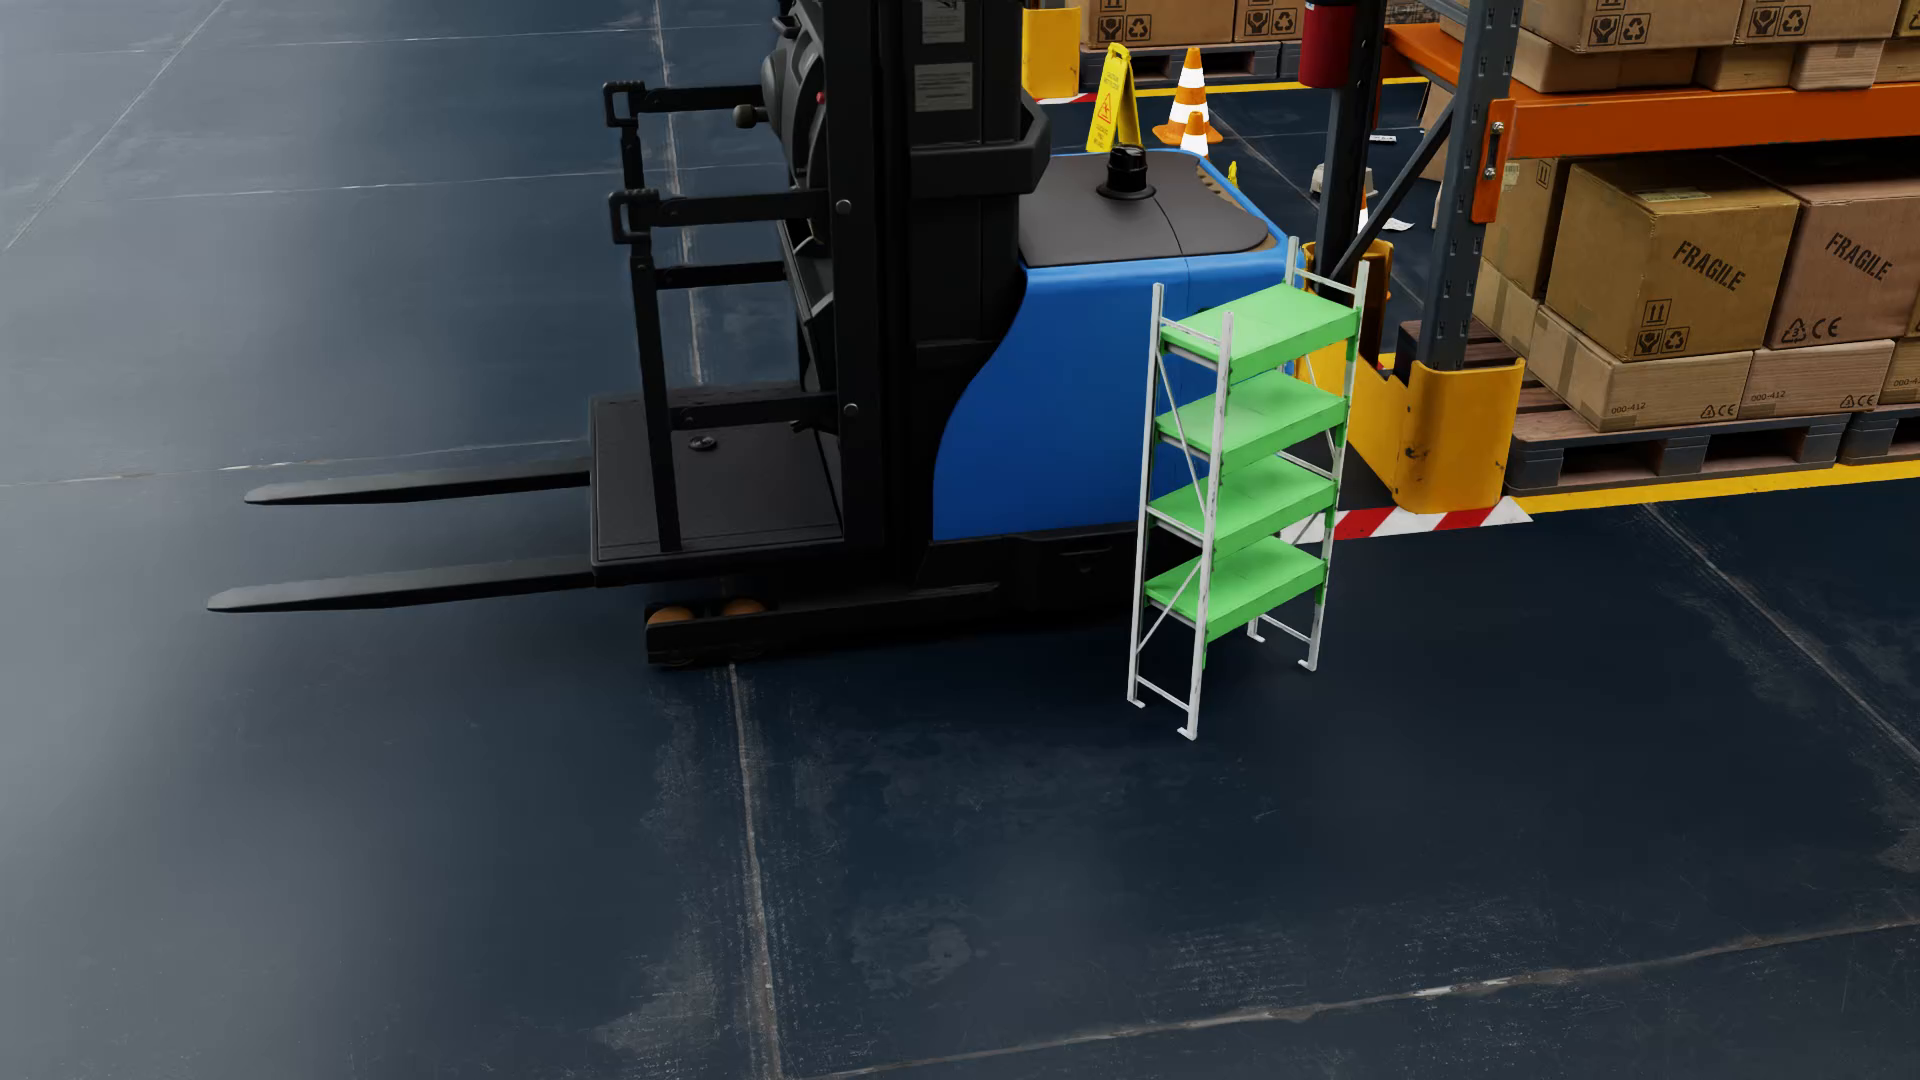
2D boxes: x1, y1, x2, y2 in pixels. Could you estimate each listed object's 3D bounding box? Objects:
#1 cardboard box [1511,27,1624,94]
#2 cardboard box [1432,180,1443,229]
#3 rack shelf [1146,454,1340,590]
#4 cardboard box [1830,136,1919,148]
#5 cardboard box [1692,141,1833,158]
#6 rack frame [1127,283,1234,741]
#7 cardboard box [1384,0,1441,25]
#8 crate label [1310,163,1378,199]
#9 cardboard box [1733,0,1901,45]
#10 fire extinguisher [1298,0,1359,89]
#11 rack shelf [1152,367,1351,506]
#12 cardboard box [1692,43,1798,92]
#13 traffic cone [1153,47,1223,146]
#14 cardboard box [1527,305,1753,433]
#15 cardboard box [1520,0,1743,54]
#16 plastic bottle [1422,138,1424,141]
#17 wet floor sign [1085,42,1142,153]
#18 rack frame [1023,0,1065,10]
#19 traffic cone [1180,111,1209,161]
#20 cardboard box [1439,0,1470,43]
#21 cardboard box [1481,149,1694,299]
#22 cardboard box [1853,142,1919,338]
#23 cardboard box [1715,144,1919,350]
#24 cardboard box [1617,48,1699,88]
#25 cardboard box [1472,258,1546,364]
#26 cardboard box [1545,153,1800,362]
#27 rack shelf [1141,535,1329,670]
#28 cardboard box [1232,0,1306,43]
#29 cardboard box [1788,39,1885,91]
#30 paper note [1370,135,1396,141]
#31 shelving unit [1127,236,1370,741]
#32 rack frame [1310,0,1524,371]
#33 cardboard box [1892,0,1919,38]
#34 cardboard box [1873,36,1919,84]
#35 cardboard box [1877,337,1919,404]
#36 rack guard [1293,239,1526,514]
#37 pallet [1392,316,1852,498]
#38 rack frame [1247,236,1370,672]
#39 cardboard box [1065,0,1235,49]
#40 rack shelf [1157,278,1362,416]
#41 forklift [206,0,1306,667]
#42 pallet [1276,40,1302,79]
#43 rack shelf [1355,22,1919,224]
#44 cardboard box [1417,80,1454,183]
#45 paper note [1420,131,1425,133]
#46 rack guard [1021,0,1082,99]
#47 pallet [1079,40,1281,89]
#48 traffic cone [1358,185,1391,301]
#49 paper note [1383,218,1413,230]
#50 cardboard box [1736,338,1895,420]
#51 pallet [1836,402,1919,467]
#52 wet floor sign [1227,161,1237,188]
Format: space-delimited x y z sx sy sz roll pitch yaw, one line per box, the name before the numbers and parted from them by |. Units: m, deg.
cardboard box | 1.809 -1.491 5.074 0.250 0.149 0.380 -5 31 -9
cardboard box | 2.362 -1.569 7.772 0.250 0.149 0.380 10 32 17
rack shelf | 0.723 -0.065 4.302 0.480 0.148 0.258 -23 38 -34
cardboard box | 3.189 -1.285 6.035 0.500 0.500 0.500 -6 31 -10
cardboard box | 2.691 -1.243 5.963 0.500 0.500 0.500 -4 31 -7
rack frame | 0.537 -0.040 4.134 0.015 1.200 0.240 -23 38 -34
cardboard box | 2.864 -3.654 10.186 0.875 0.875 0.875 -5 31 -9
crate label | 1.856 -1.745 8.082 0.298 0.136 0.250 -23 38 -34
cardboard box | 2.462 -1.796 4.954 0.500 0.500 0.500 -4 31 -7
fire extinguisher | 1.242 -1.857 5.526 0.183 0.674 0.296 -5 31 -9
rack shelf | 0.723 -0.272 4.181 0.480 0.148 0.258 -23 38 -34
cardboard box | 2.330 -1.505 5.098 0.250 0.149 0.380 -6 31 -11
traffic cone | 1.225 -2.377 8.836 0.334 0.463 0.336 -5 31 -9
cardboard box | 2.281 -0.603 5.614 0.500 0.250 0.500 -6 31 -9
cardboard box | 1.953 -1.748 4.871 0.500 0.500 0.500 -6 31 -10
plastic bottle | 2.586 -2.103 8.766 0.283 0.061 0.133 -17 34 -26
wet floor sign | 0.775 -2.125 8.228 0.232 0.644 0.267 -11 32 -17
rack frame | 0.446 -4.130 9.315 0.127 3.000 1.000 -5 31 -9
traffic cone | 1.094 -1.783 7.825 0.334 0.463 0.336 -5 31 -9
cardboard box | 1.767 -1.704 5.436 0.250 0.149 0.380 -4 31 -7
cardboard box | 2.178 -1.193 5.879 0.500 0.500 0.500 -5 31 -9
cardboard box | 3.312 -1.020 5.584 0.500 0.500 0.500 -5 31 -8
cardboard box | 2.817 -0.978 5.513 0.500 0.500 0.500 -6 31 -11
cardboard box | 2.055 -1.521 5.125 0.250 0.149 0.380 -5 31 -8
cardboard box | 2.208 -0.877 6.081 0.500 0.250 0.500 -5 31 -9
cardboard box | 2.304 -0.929 5.428 0.500 0.500 0.500 -6 31 -11
rack shelf | 0.723 0.142 4.424 0.480 0.148 0.258 -23 38 -34
cardboard box | 1.967 -3.571 10.046 0.875 0.875 0.875 -6 31 -10
cardboard box | 2.588 -1.505 5.098 0.250 0.149 0.380 -5 31 -8
paper note | 2.254 -2.142 8.865 0.142 0.017 0.144 5 31 8
shelving unit | 0.723 -0.120 4.270 0.503 1.200 0.258 -23 38 -34
rack frame | 1.437 -1.671 5.133 0.127 3.000 1.000 -5 31 -9
cardboard box | 2.963 -1.844 5.034 0.500 0.500 0.500 -6 31 -10
cardboard box | 2.836 -1.545 5.167 0.250 0.149 0.380 -5 31 -8
cardboard box | 3.319 -0.702 5.783 0.500 0.250 0.500 -3 31 -6
rack guard | 1.512 -0.601 5.778 0.348 0.500 1.175 -5 31 -9
pallet | 2.318 -0.533 5.948 1.213 0.211 1.003 -5 31 -9
rack frame | 0.910 -0.200 4.406 0.015 1.200 0.240 -23 38 -34
cardboard box | 1.102 -3.490 9.908 0.875 0.875 0.875 -5 31 -9
rack shelf | 0.723 -0.478 4.059 0.480 0.148 0.258 -23 38 -34
forklift | -0.619 -1.201 4.401 3.031 2.935 1.130 -6 31 -10
pallet | 2.416 -3.150 10.398 1.213 0.211 1.003 -5 31 -9
rack shelf | 3.405 -1.544 5.626 4.000 0.370 1.077 -5 31 -9
cardboard box | 2.709 -2.018 8.185 0.797 0.503 0.637 23 37 33
paper note | 2.549 -2.202 8.984 0.123 0.001 0.032 10 32 17
rack guard | 0.423 -3.050 9.944 0.348 0.500 1.175 -5 31 -9
pallet | 1.219 -3.040 10.212 1.213 0.211 1.003 -5 31 -9
traffic cone | 1.628 -1.260 6.937 0.334 0.463 0.336 -5 31 -9
paper note | 2.009 -1.470 7.720 0.142 0.019 0.148 -17 34 -26
cardboard box | 2.784 -0.646 5.687 0.500 0.250 0.500 -4 31 -7
pallet | 3.515 -0.642 6.134 1.213 0.211 1.003 -5 31 -9
wet floor sign | 1.058 -1.173 6.608 0.232 0.644 0.267 5 31 8
